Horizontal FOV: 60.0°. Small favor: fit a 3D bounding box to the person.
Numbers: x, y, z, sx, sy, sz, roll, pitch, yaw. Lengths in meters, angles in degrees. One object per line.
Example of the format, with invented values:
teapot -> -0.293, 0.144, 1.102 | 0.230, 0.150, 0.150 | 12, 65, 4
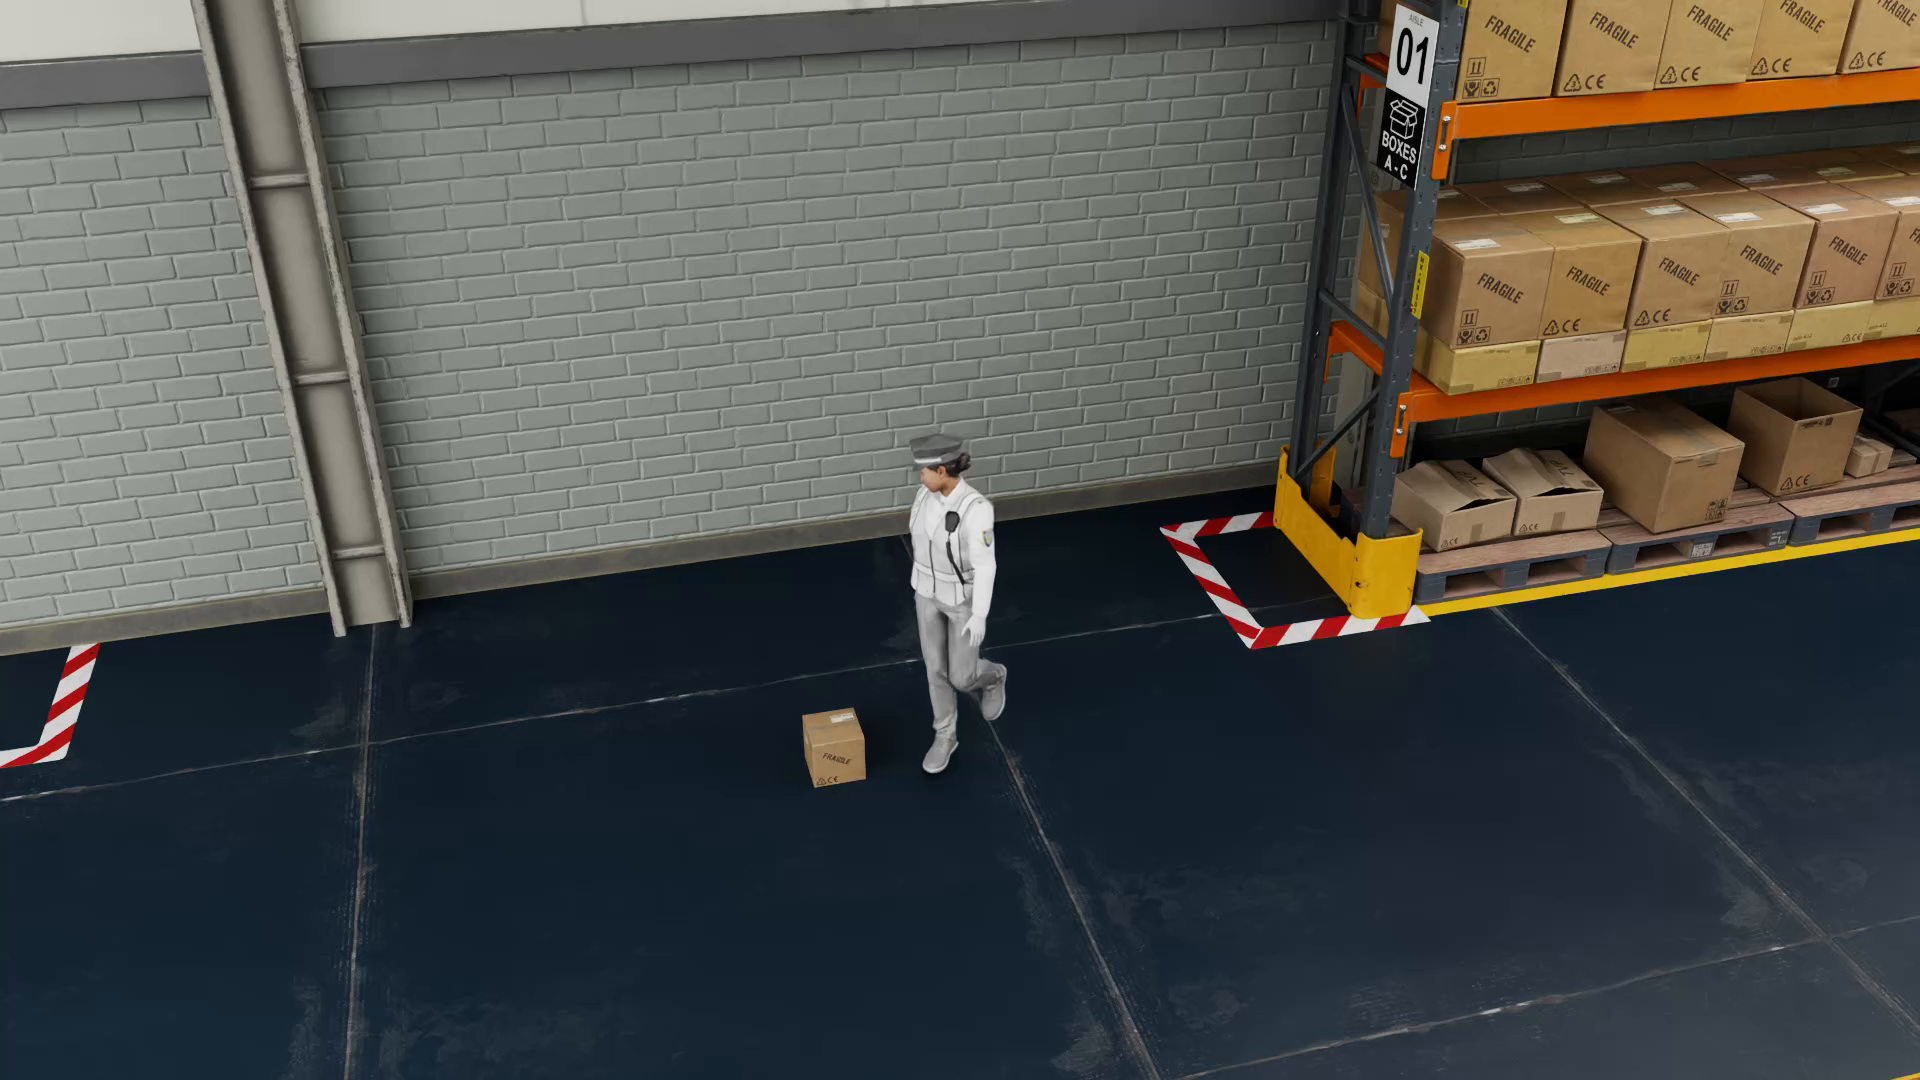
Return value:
person -> -0.025, 0.261, 7.774 | 0.497, 1.647, 0.636 | 18, 35, 28
